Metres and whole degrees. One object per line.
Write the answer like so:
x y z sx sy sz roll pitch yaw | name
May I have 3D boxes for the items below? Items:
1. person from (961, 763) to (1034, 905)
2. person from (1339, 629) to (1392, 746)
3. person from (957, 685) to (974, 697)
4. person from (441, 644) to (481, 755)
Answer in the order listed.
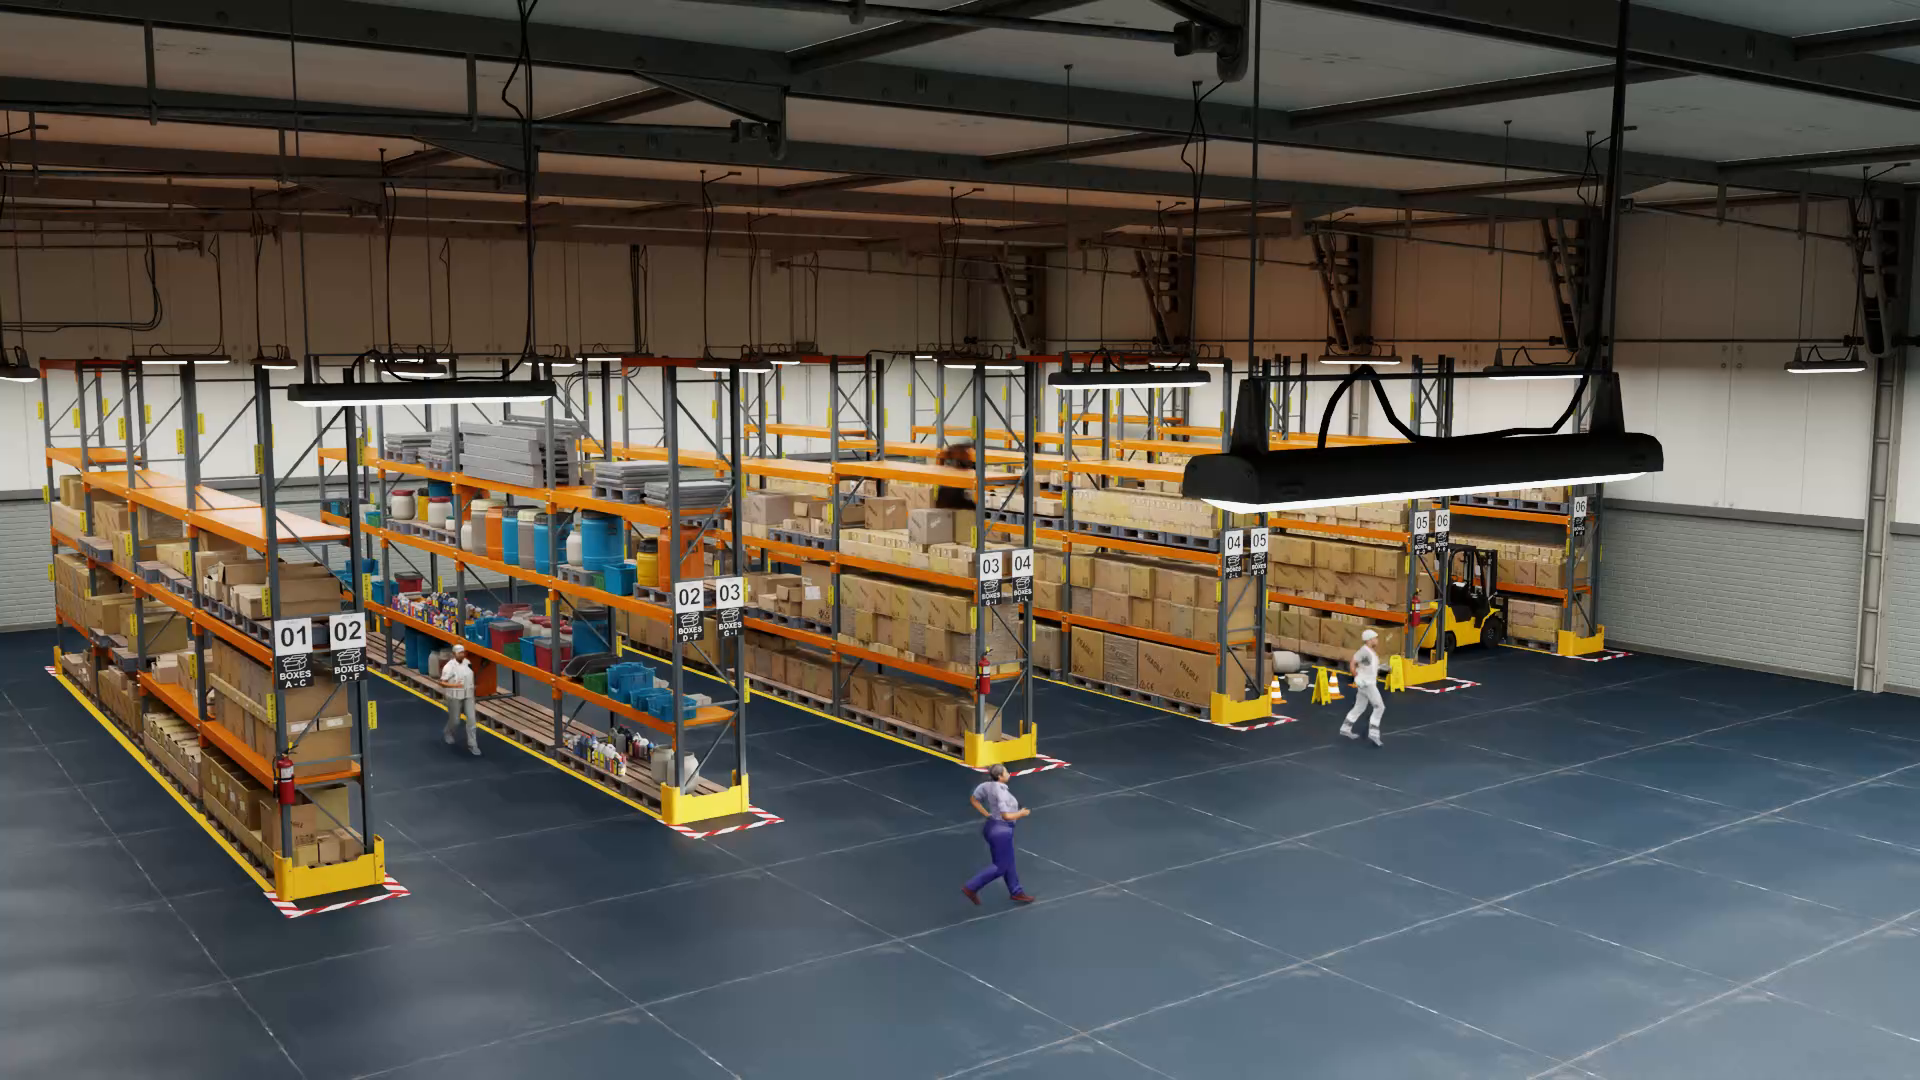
0.427 3.287 18.507 0.925 1.646 0.578 -3 7 -20 | person
6.400 2.317 26.187 0.785 1.844 0.636 1 7 12 | person
0.225 1.893 29.732 0.738 1.816 0.642 6 9 43 | person
-7.688 2.428 25.579 0.606 1.666 0.924 -6 9 -41 | person
